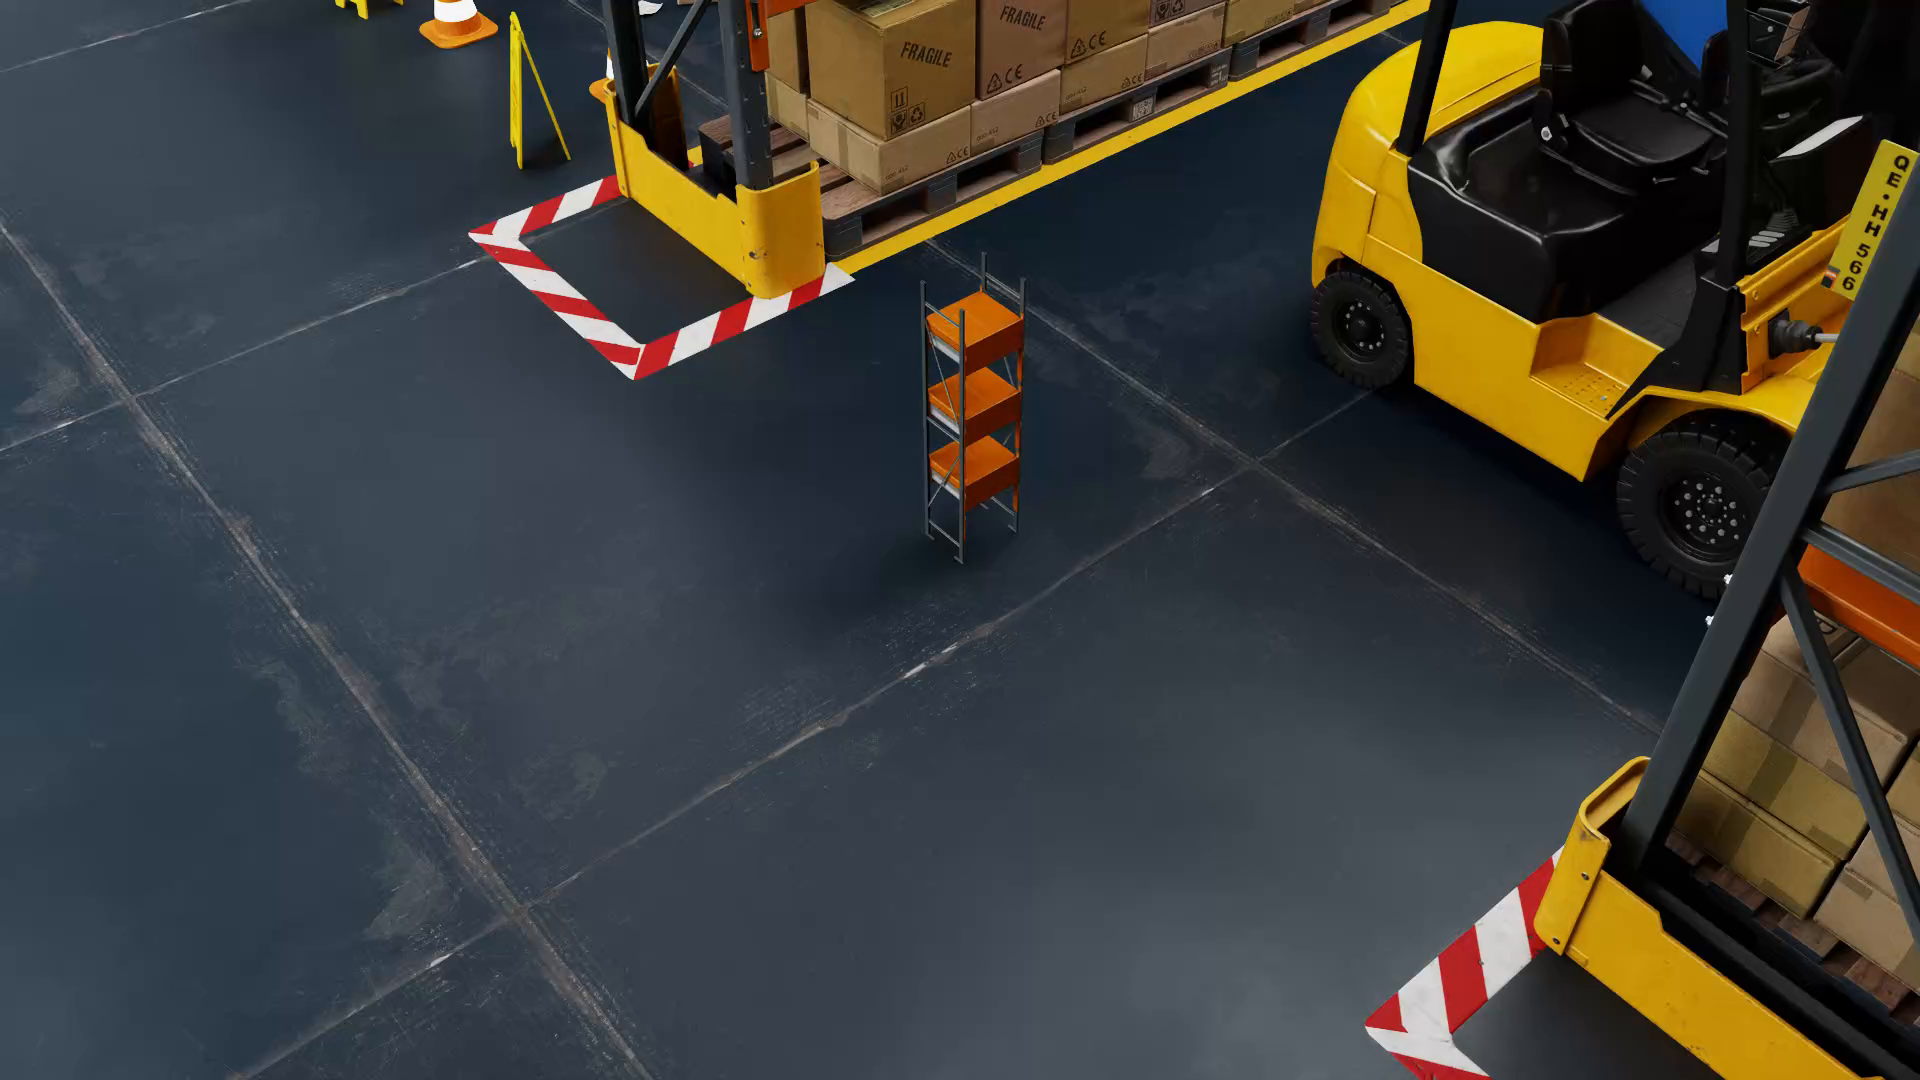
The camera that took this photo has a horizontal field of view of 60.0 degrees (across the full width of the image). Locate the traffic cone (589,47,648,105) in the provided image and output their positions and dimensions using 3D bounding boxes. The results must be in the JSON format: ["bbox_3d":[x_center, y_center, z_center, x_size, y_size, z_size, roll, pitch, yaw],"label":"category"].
[{"bbox_3d":[-1.597,-2.349,7.914,0.334,0.463,0.336,-30,51,-28],"label":"traffic cone"}]

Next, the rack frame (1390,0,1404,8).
[{"bbox_3d":[1.969,-4.165,7.993,0.127,3.000,1.000,-30,51,-28],"label":"rack frame"}]

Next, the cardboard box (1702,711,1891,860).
[{"bbox_3d":[2.261,0.486,4.378,0.500,0.250,0.500,-30,51,-28],"label":"cardboard box"}]

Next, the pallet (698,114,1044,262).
[{"bbox_3d":[-0.395,-1.763,7.473,1.213,0.211,1.003,-30,51,-28],"label":"pallet"}]

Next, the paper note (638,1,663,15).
[{"bbox_3d":[-1.651,-2.786,8.694,0.148,0.019,0.142,22,47,21],"label":"paper note"}]

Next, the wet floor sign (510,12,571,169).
[{"bbox_3d":[-1.931,-2.028,7.438,0.232,0.644,0.267,-14,45,-14],"label":"wet floor sign"}]

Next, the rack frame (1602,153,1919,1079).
[{"bbox_3d":[2.088,0.197,3.349,0.127,3.000,1.000,-30,51,-28],"label":"rack frame"}]

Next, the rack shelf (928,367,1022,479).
[{"bbox_3d":[0.041,-0.399,5.423,0.240,0.259,0.215,-30,51,-28],"label":"rack shelf"}]

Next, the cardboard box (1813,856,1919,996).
[{"bbox_3d":[2.591,0.933,4.267,0.500,0.250,0.500,-30,51,-28],"label":"cardboard box"}]

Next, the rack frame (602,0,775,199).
[{"bbox_3d":[-1.099,-2.408,6.123,0.127,3.000,1.000,-30,51,-28],"label":"rack frame"}]

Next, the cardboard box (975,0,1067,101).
[{"bbox_3d":[0.113,-2.284,7.145,0.500,0.500,0.500,-32,52,-29],"label":"cardboard box"}]

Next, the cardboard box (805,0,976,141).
[{"bbox_3d":[-0.285,-2.052,6.898,0.500,0.500,0.500,-32,52,-29],"label":"cardboard box"}]

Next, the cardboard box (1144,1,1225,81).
[{"bbox_3d":[0.893,-2.455,7.874,0.500,0.250,0.500,-29,50,-27],"label":"cardboard box"}]

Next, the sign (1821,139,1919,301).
[{"bbox_3d":[1.751,-0.602,3.182,0.005,0.325,0.100,-30,51,-28],"label":"sign"}]

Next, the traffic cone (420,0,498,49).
[{"bbox_3d":[-2.570,-2.783,8.375,0.334,0.463,0.336,-30,51,-28],"label":"traffic cone"}]

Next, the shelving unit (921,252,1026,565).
[{"bbox_3d":[0.041,-0.406,5.416,0.252,1.050,0.215,-30,51,-28],"label":"shelving unit"}]

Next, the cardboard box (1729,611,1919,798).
[{"bbox_3d":[2.241,0.316,4.194,0.500,0.250,0.500,-28,50,-27],"label":"cardboard box"}]

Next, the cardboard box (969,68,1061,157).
[{"bbox_3d":[0.093,-1.988,7.377,0.500,0.250,0.500,-28,50,-27],"label":"cardboard box"}]

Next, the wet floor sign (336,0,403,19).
[{"bbox_3d":[-3.104,-3.052,8.528,0.267,0.644,0.232,30,51,28],"label":"wet floor sign"}]

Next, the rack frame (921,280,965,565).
[{"bbox_3d":[-0.053,-0.353,5.359,0.008,1.050,0.200,-30,51,-28],"label":"rack frame"}]

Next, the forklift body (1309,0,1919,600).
[{"bbox_3d":[2.372,-1.284,5.547,1.214,2.155,2.313,-30,51,-28],"label":"forklift body"}]

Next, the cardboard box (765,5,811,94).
[{"bbox_3d":[-0.652,-2.321,7.184,0.500,0.500,0.500,-29,51,-28],"label":"cardboard box"}]

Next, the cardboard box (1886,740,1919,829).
[{"bbox_3d":[2.578,0.570,3.923,0.500,0.250,0.500,-31,51,-28],"label":"cardboard box"}]

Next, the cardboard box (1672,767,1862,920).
[{"bbox_3d":[2.246,0.674,4.543,0.500,0.250,0.500,-29,51,-28],"label":"cardboard box"}]

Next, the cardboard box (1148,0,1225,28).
[{"bbox_3d":[0.908,-2.739,7.629,0.500,0.500,0.500,-27,50,-26],"label":"cardboard box"}]

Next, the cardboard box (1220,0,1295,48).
[{"bbox_3d":[1.286,-2.676,8.109,0.500,0.250,0.500,-31,51,-29],"label":"cardboard box"}]

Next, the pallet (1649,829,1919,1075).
[{"bbox_3d":[2.648,0.856,4.685,1.213,0.211,1.003,-30,51,-28],"label":"pallet"}]

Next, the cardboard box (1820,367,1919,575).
[{"bbox_3d":[2.297,-0.193,3.692,0.500,0.500,0.500,-31,51,-29],"label":"cardboard box"}]

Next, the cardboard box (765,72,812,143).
[{"bbox_3d":[-0.633,-2.065,7.460,0.500,0.250,0.500,-30,51,-28],"label":"cardboard box"}]

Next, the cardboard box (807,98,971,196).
[{"bbox_3d":[-0.303,-1.768,7.143,0.500,0.250,0.500,-30,51,-28],"label":"cardboard box"}]

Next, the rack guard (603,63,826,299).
[{"bbox_3d":[-1.041,-1.530,7.014,0.348,0.500,1.175,-30,51,-28],"label":"rack guard"}]

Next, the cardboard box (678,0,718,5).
[{"bbox_3d":[-1.390,-3.005,8.841,0.250,0.149,0.380,-7,44,-7],"label":"cardboard box"}]

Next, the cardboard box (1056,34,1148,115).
[{"bbox_3d":[0.504,-2.234,7.640,0.500,0.250,0.500,-26,49,-25],"label":"cardboard box"}]

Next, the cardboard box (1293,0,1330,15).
[{"bbox_3d":[1.688,-2.915,8.364,0.500,0.250,0.500,-28,50,-26],"label":"cardboard box"}]

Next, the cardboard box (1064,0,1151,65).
[{"bbox_3d":[0.503,-2.500,7.375,0.500,0.500,0.500,-29,50,-27],"label":"cardboard box"}]

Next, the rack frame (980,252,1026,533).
[{"bbox_3d":[0.135,-0.460,5.473,0.008,1.050,0.200,-30,51,-28],"label":"rack frame"}]

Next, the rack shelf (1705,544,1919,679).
[{"bbox_3d":[3.622,-0.419,4.531,4.000,0.370,1.077,-30,51,-28],"label":"rack shelf"}]

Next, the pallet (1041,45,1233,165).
[{"bbox_3d":[0.540,-2.296,8.041,1.213,0.211,1.003,-30,51,-28],"label":"pallet"}]

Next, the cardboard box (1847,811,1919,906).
[{"bbox_3d":[2.582,0.767,4.079,0.500,0.250,0.500,-29,50,-27],"label":"cardboard box"}]

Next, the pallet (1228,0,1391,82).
[{"bbox_3d":[1.477,-2.835,8.614,1.213,0.211,1.003,-30,51,-28],"label":"pallet"}]

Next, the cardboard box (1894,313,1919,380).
[{"bbox_3d":[2.175,-0.375,3.412,0.250,0.149,0.380,-29,50,-27],"label":"cardboard box"}]

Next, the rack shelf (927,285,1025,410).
[{"bbox_3d":[0.041,-0.605,5.229,0.240,0.259,0.215,-30,51,-28],"label":"rack shelf"}]

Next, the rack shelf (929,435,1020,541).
[{"bbox_3d":[0.041,-0.196,5.613,0.240,0.259,0.215,-30,51,-28],"label":"rack shelf"}]

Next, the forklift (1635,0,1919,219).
[{"bbox_3d":[3.946,-2.504,6.275,1.130,2.935,3.031,-4,43,-4],"label":"forklift"}]

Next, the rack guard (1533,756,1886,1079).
[{"bbox_3d":[2.070,1.119,4.194,0.348,0.500,1.175,-30,51,-28],"label":"rack guard"}]

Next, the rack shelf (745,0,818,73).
[{"bbox_3d":[0.435,-3.024,7.304,4.000,0.370,1.077,-30,51,-28],"label":"rack shelf"}]
